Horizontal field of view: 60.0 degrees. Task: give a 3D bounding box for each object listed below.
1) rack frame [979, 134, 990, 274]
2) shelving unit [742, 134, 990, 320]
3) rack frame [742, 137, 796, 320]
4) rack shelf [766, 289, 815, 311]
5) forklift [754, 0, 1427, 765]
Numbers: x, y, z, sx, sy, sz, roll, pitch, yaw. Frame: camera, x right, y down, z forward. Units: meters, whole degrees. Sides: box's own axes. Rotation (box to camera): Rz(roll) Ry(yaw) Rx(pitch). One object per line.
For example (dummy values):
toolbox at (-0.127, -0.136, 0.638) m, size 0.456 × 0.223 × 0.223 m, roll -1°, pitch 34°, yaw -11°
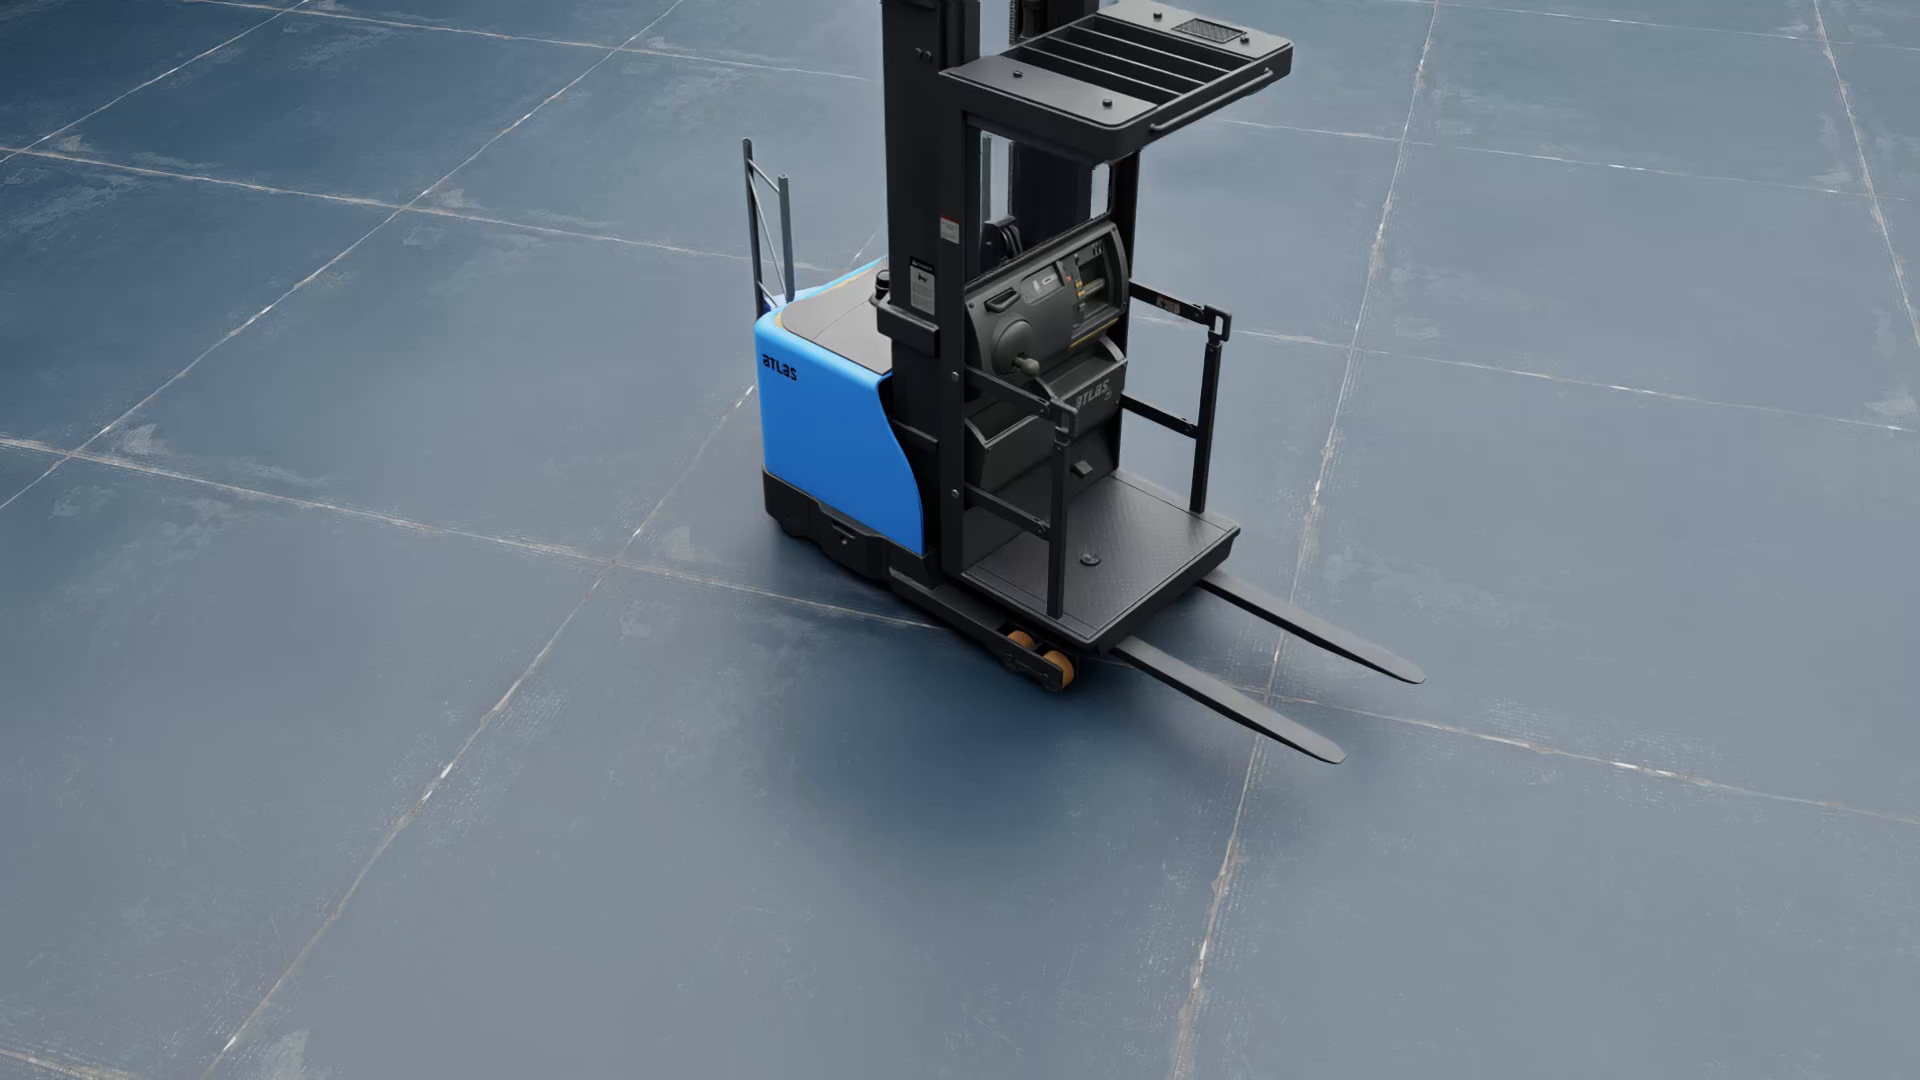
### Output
rack frame at (0.016, -1.413, 8.405) m, size 0.032 × 1.500 × 0.500 m, roll -16°, pitch 39°, yaw -21°
shelving unit at (-0.439, -1.279, 8.222) m, size 1.048 × 1.500 × 0.500 m, roll -16°, pitch 39°, yaw -21°
rack frame at (-0.894, -1.144, 8.039) m, size 0.032 × 1.500 × 0.500 m, roll -16°, pitch 39°, yaw -21°
rack shelf at (-0.439, -1.173, 8.300) m, size 0.952 × 0.062 × 0.459 m, roll -16°, pitch 39°, yaw -21°
forklift at (0.515, -0.907, 6.509) m, size 3.031 × 2.935 × 1.130 m, roll 28°, pitch 45°, yaw 33°
